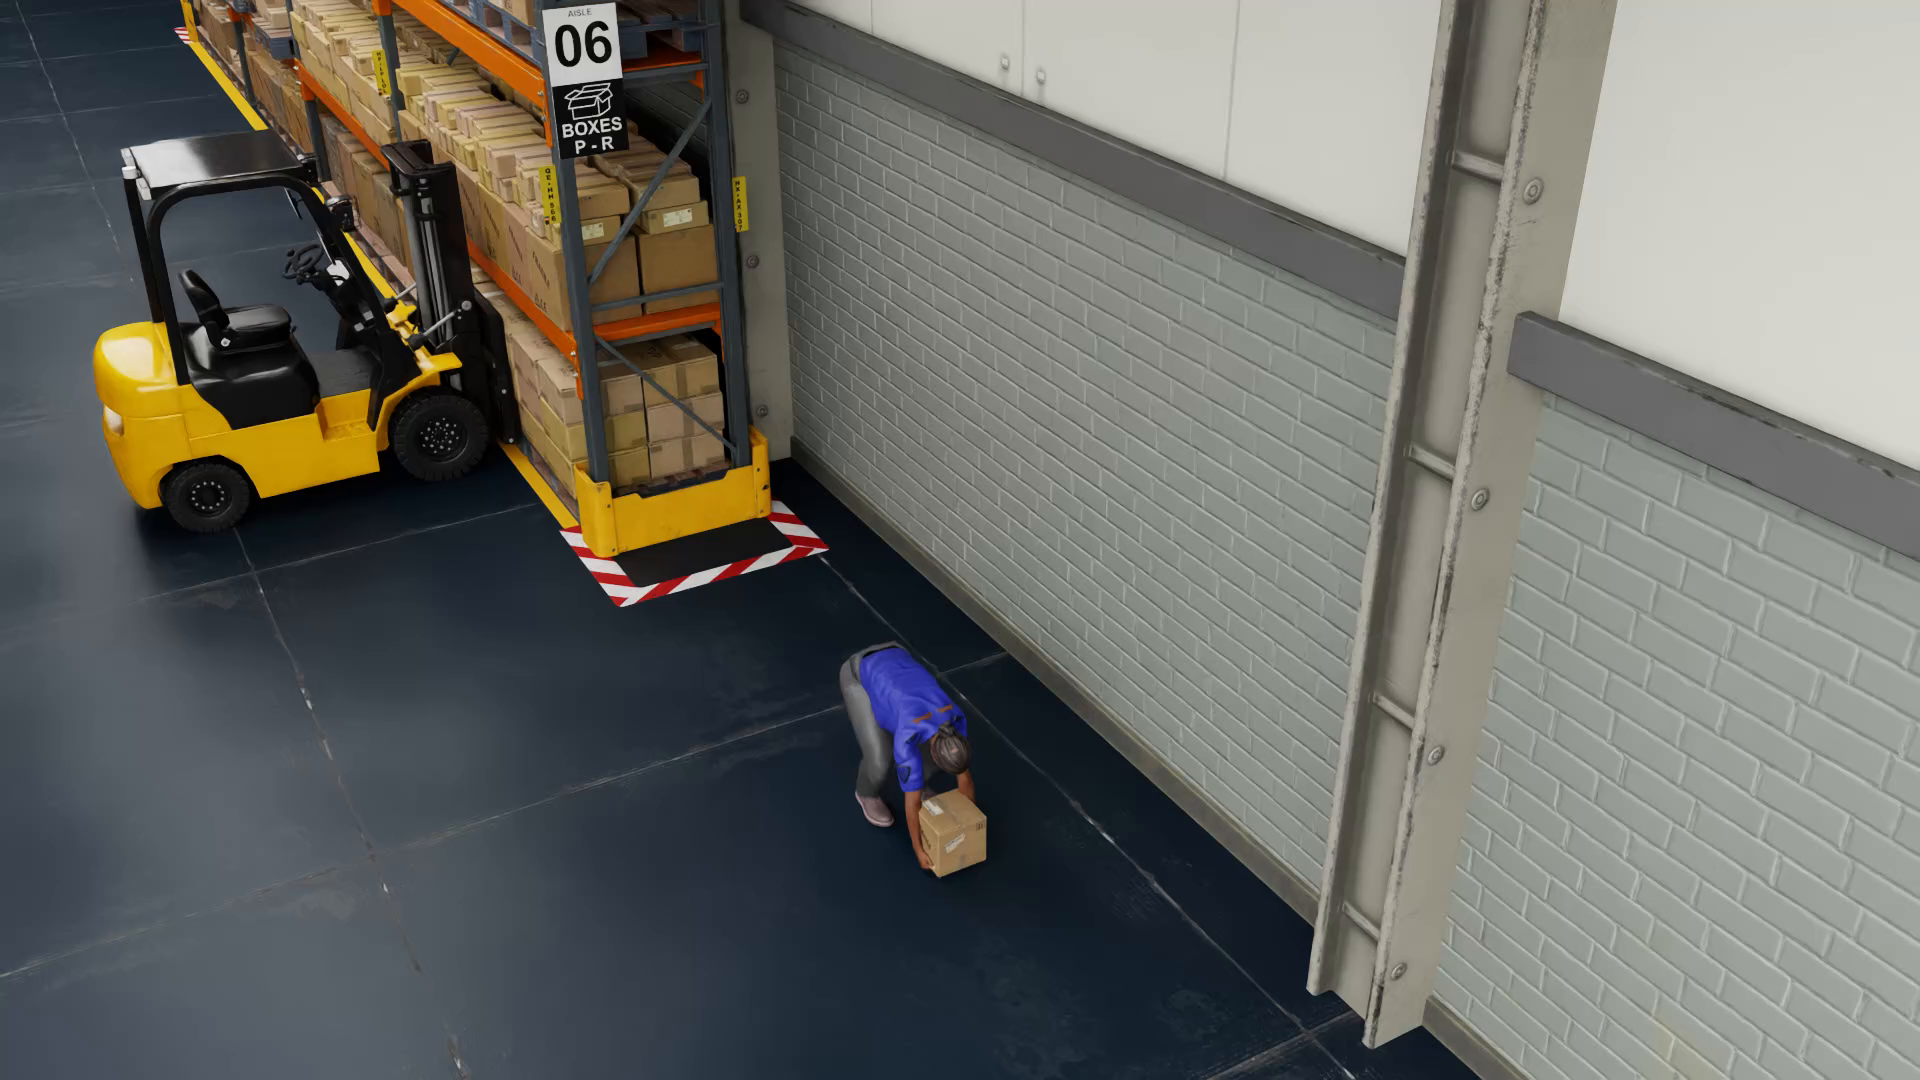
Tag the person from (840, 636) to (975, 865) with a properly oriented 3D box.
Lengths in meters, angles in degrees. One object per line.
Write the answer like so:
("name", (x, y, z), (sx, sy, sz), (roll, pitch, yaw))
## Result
("person", (-0.218, 0.958, 7.661), (0.451, 0.864, 0.866), (-18, 34, -29))
